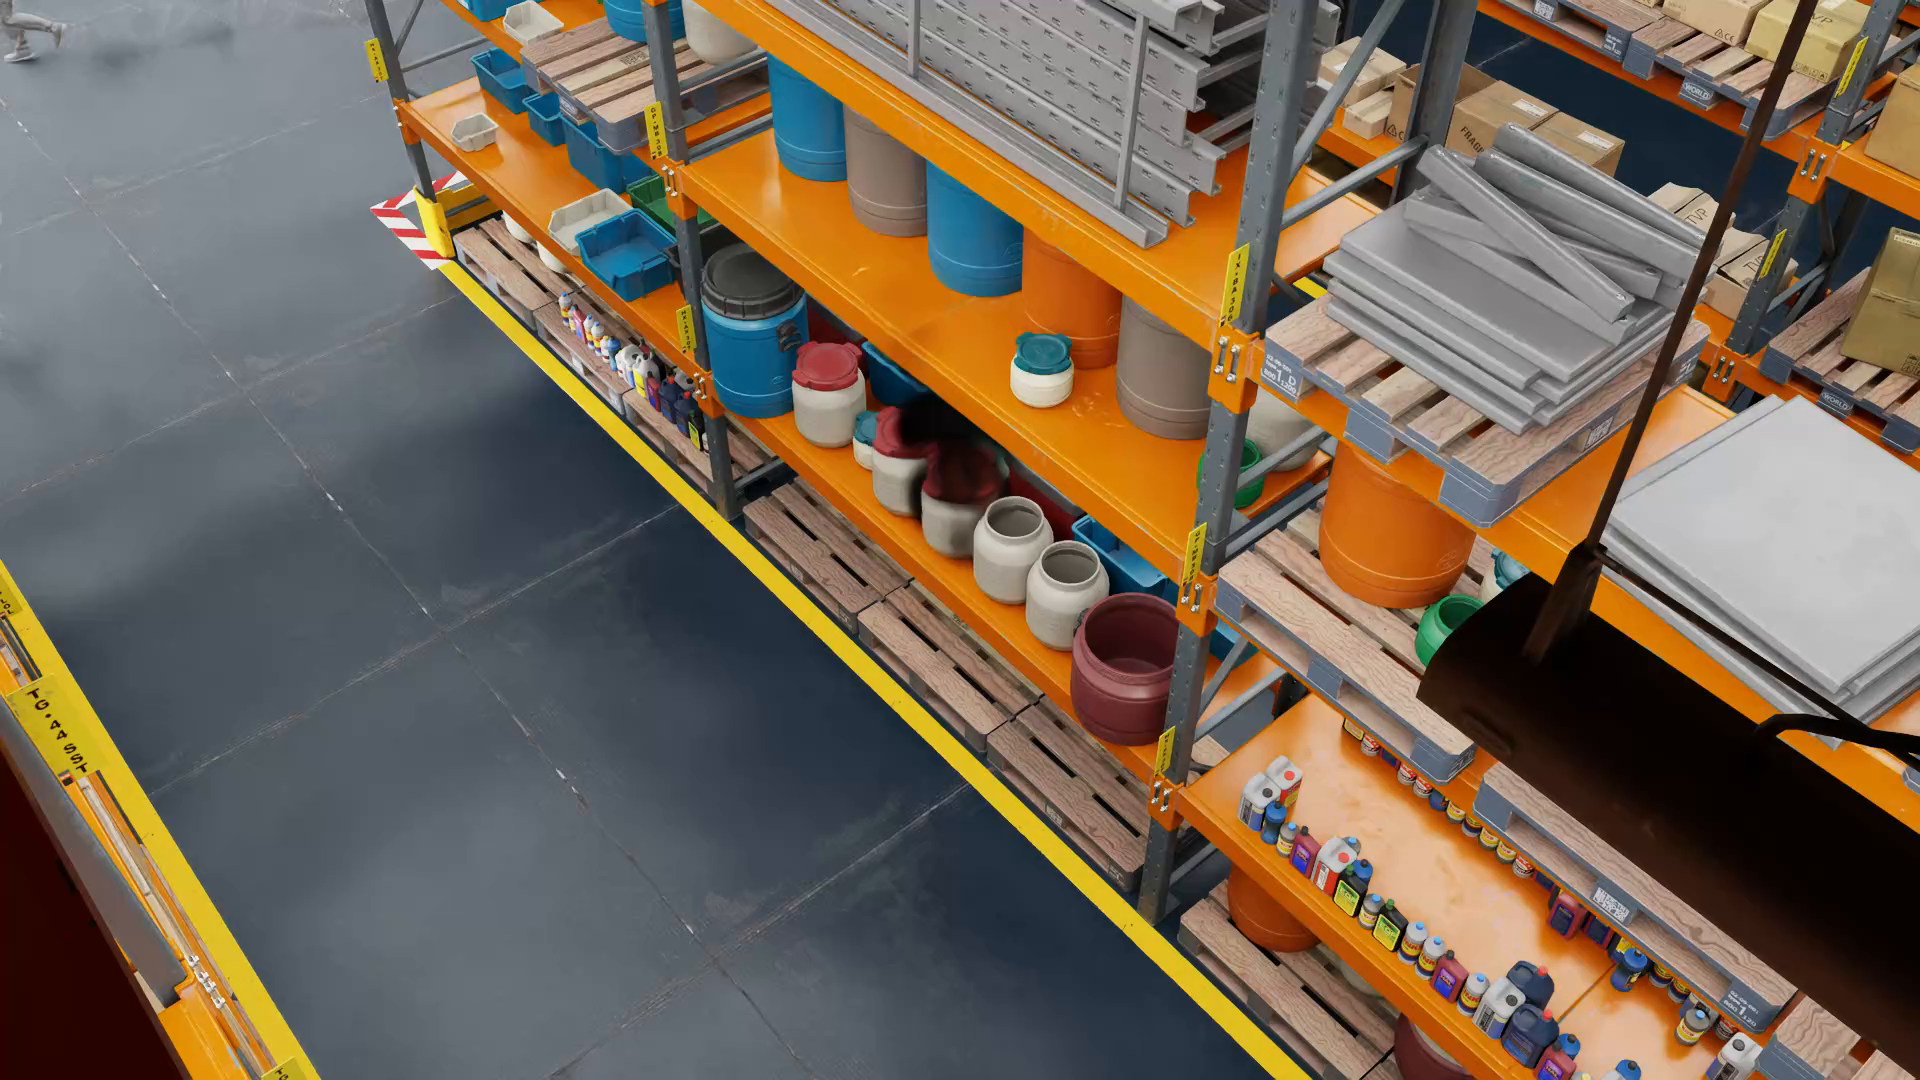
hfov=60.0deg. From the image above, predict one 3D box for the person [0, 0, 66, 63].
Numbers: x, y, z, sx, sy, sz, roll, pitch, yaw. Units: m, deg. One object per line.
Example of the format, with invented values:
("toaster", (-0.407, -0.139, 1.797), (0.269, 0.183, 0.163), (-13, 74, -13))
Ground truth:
("person", (-8.357, -4.957, 14.560), (0.681, 1.663, 0.642), (-7, 47, -6))
